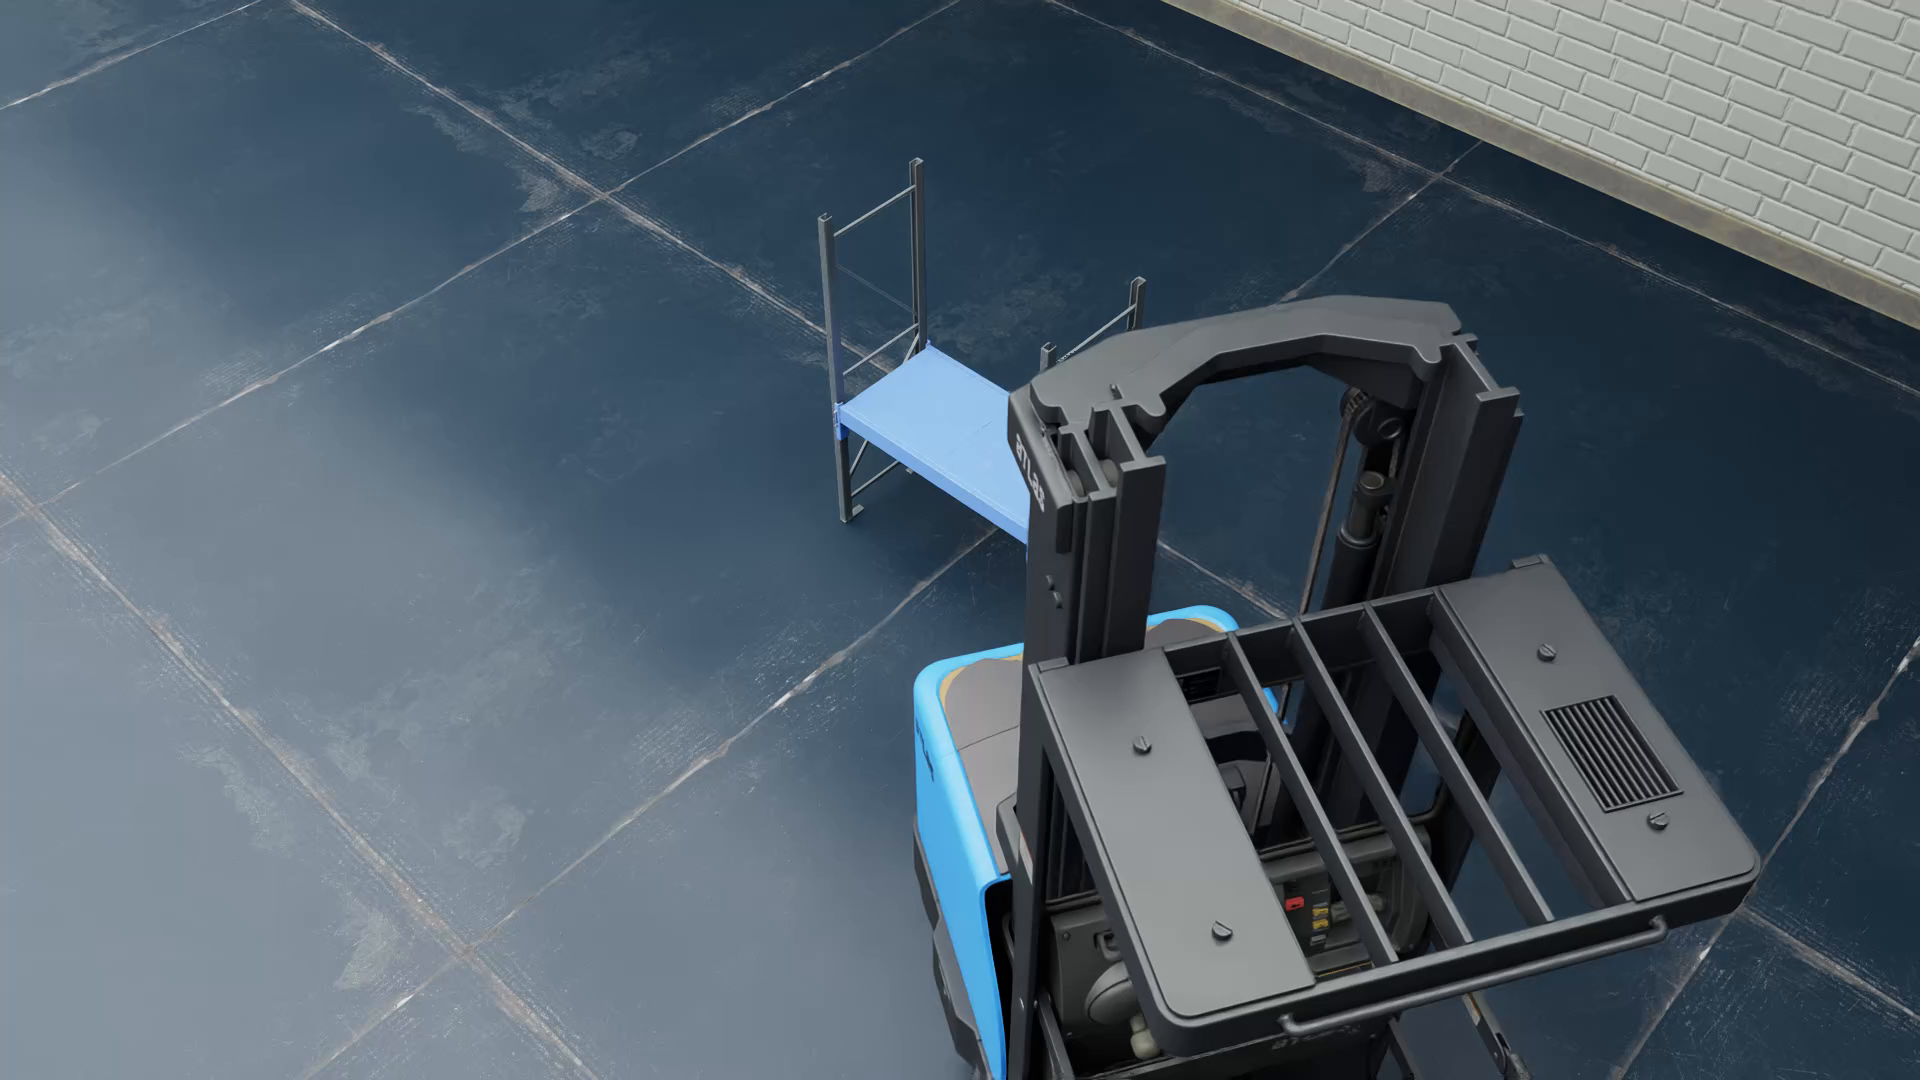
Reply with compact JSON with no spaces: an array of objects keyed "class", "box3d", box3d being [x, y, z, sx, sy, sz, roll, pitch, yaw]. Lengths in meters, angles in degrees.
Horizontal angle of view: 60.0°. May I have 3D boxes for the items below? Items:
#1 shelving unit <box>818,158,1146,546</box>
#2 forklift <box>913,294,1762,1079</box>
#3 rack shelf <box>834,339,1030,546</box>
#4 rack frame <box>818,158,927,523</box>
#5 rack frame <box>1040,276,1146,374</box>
[{"class":"shelving unit","box3d":[0.063,-0.471,6.164,1.048,1.500,0.538,34,55,28]},{"class":"forklift","box3d":[0.729,1.047,3.756,1.130,2.935,3.031,-11,48,-10]},{"class":"rack shelf","box3d":[0.063,-0.348,6.295,1.000,0.185,0.538,34,55,28]},{"class":"rack frame","box3d":[-0.311,-0.723,6.400,0.032,1.500,0.500,34,55,28]},{"class":"rack frame","box3d":[0.436,-0.220,5.928,0.032,1.500,0.500,34,55,28]}]
